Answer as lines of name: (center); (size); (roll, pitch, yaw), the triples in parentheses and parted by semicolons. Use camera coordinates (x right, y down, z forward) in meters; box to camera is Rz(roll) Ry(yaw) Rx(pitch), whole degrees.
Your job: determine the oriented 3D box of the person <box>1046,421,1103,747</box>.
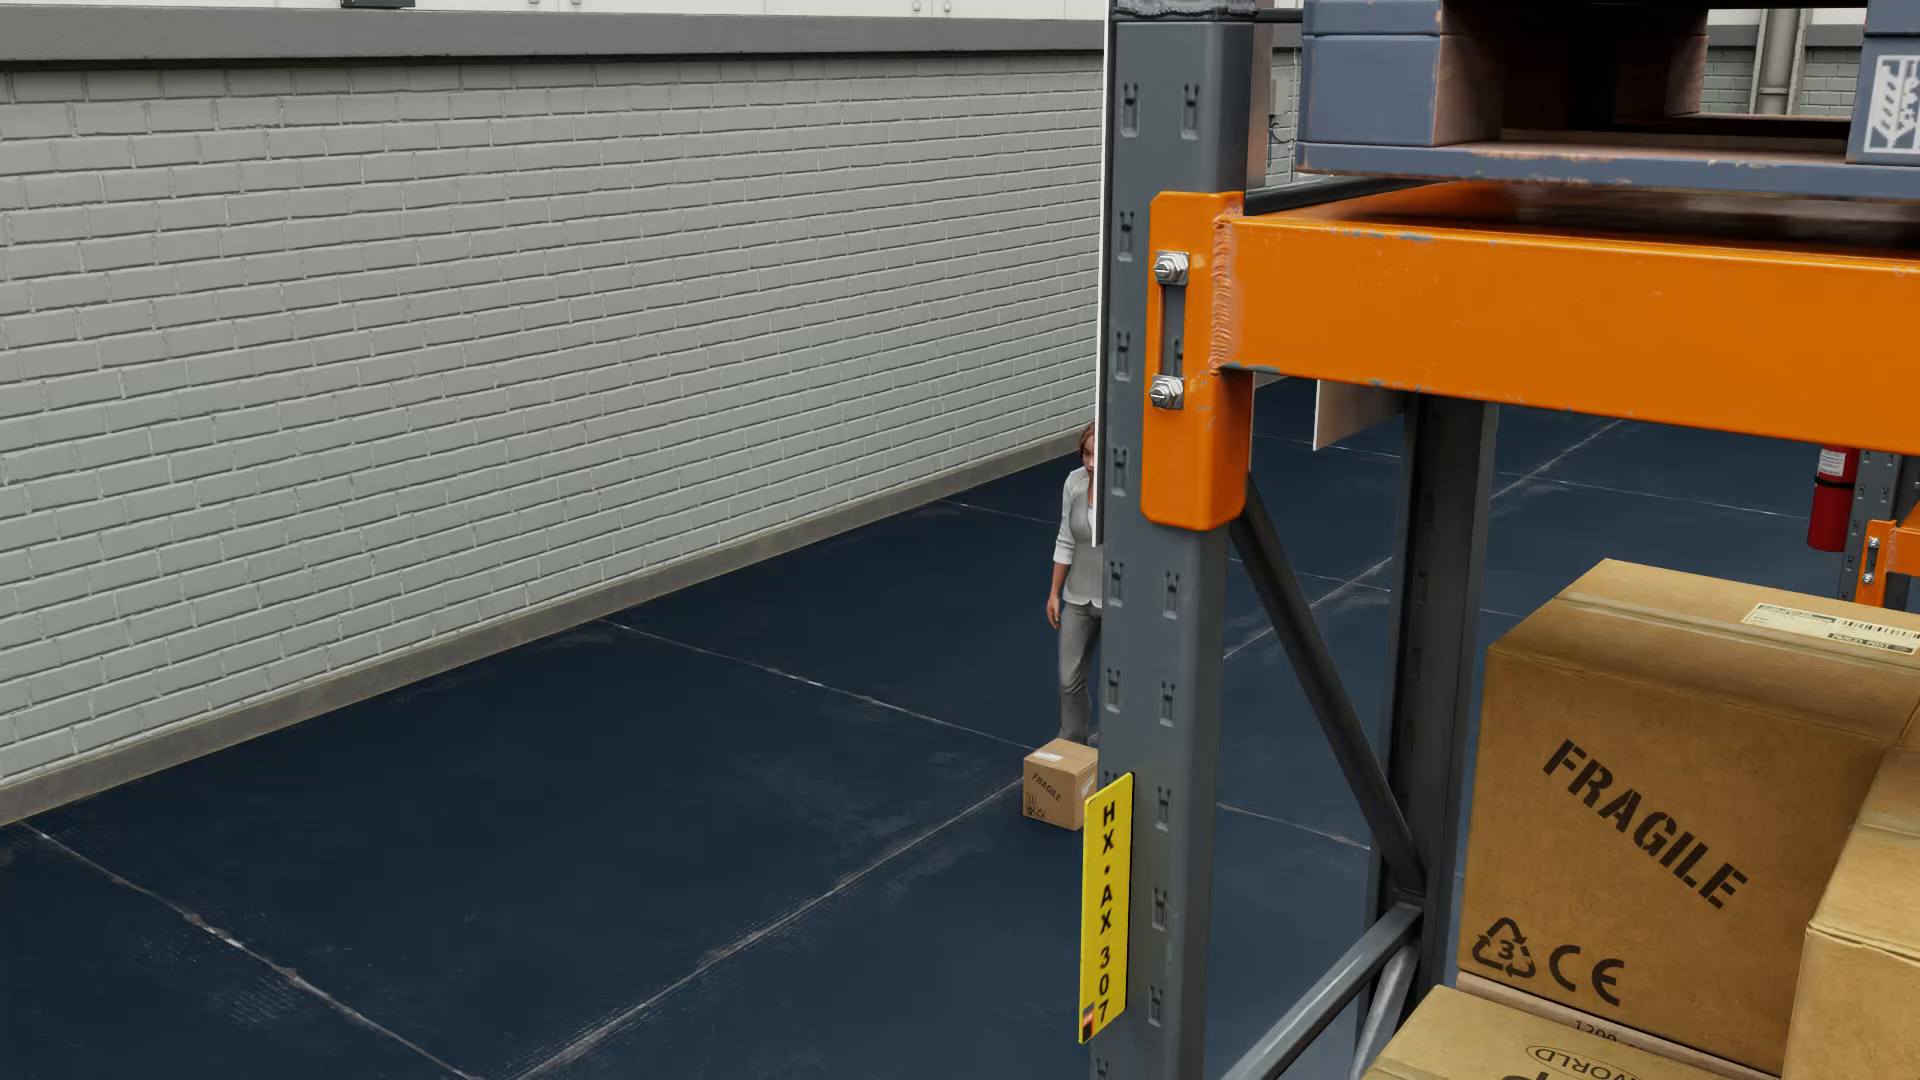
person: (0.557, 0.279, 6.636); (0.485, 1.594, 0.371); (11, 20, 32)
